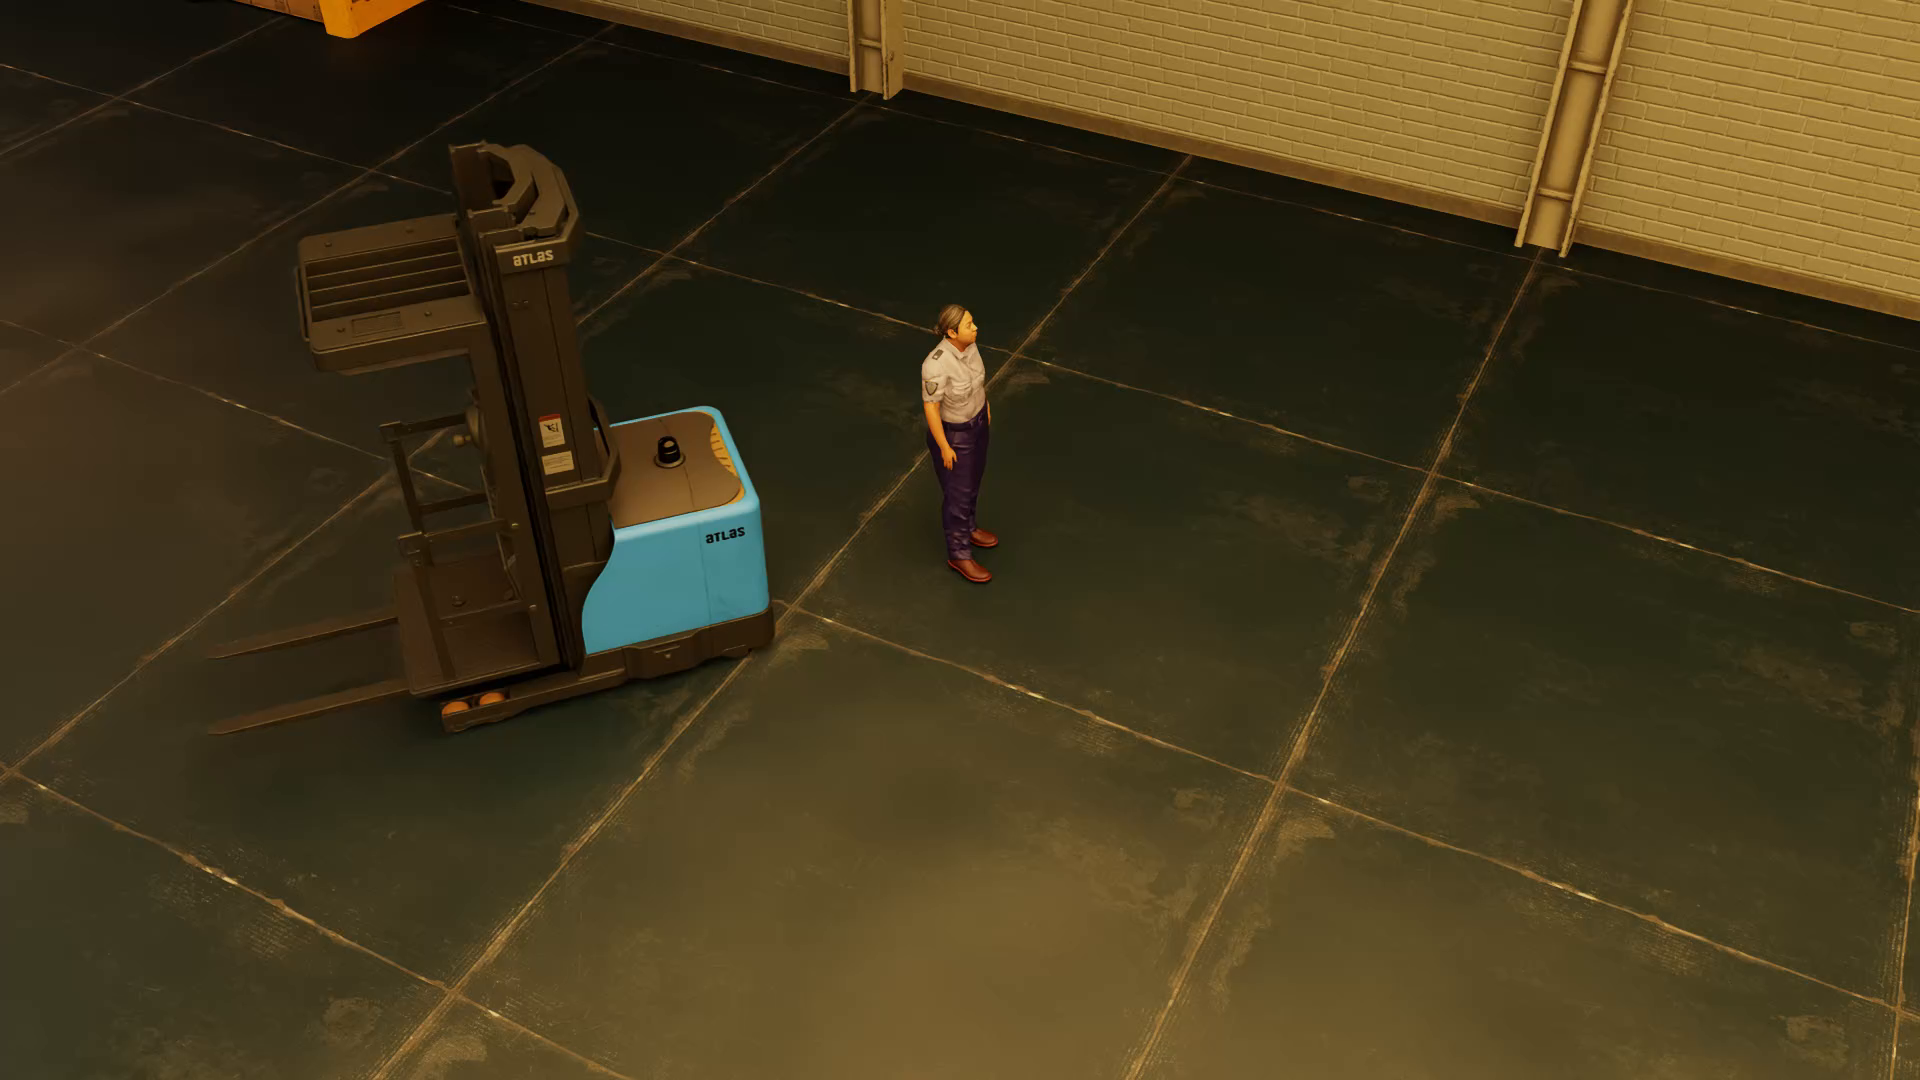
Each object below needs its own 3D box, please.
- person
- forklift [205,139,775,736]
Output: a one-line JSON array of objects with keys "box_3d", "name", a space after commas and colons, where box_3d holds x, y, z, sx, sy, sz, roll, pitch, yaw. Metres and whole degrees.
[{"box_3d": [0.069, -0.597, 9.680, 0.503, 1.650, 0.599, 18, 43, 21], "name": "person"}, {"box_3d": [-2.631, -0.469, 8.543, 3.031, 2.935, 1.130, -13, 42, -15], "name": "forklift"}]
